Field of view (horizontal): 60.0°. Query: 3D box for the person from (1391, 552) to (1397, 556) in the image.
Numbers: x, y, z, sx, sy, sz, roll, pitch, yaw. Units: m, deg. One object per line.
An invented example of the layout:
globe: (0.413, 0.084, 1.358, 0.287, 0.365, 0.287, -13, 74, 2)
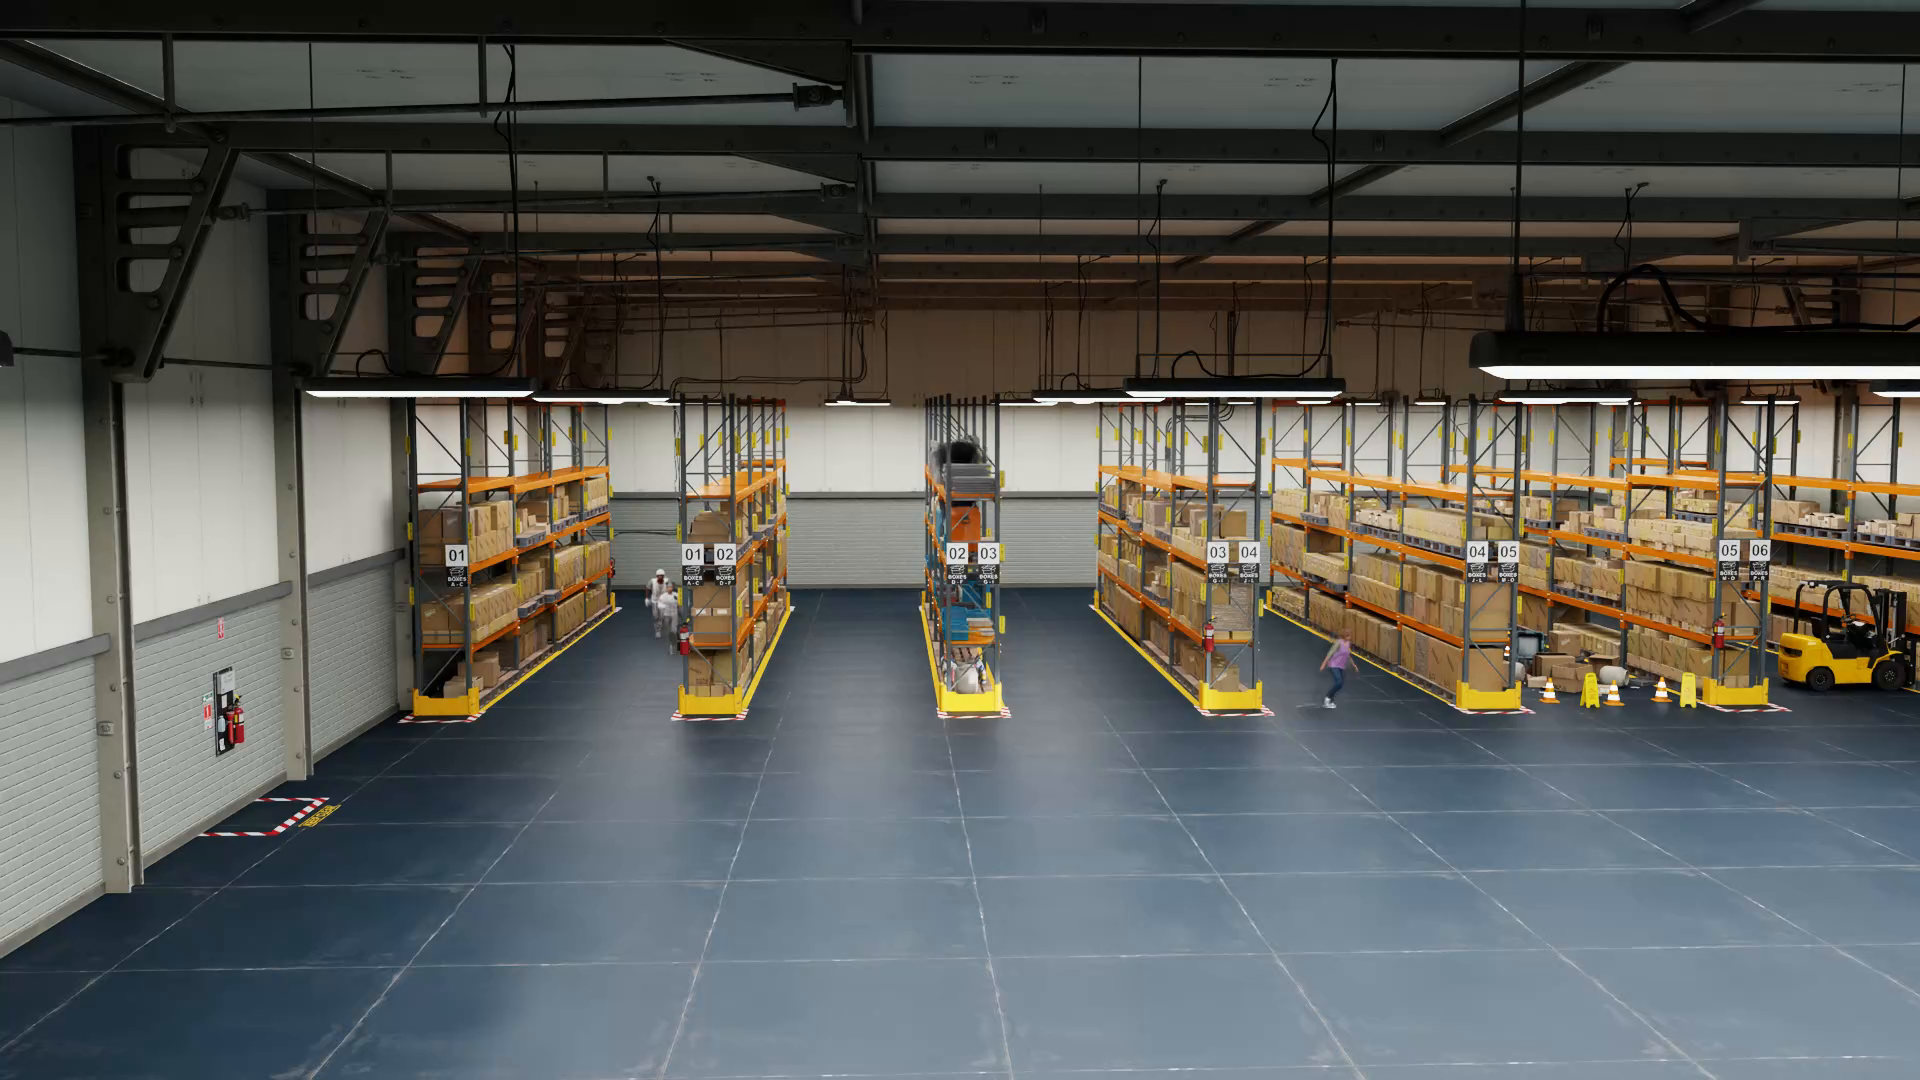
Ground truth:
person: (12.162, 1.210, 46.213, 0.700, 1.756, 1.061, -3, 6, -36)

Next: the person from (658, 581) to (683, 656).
person: (-6.744, 1.819, 38.800, 0.558, 1.736, 0.805, 0, 5, 4)

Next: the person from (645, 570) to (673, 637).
person: (-7.545, 1.575, 41.750, 0.683, 1.708, 0.681, -2, 5, -19)

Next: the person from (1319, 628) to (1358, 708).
person: (7.229, 2.448, 31.704, 0.603, 1.547, 0.545, 4, 6, 42)
